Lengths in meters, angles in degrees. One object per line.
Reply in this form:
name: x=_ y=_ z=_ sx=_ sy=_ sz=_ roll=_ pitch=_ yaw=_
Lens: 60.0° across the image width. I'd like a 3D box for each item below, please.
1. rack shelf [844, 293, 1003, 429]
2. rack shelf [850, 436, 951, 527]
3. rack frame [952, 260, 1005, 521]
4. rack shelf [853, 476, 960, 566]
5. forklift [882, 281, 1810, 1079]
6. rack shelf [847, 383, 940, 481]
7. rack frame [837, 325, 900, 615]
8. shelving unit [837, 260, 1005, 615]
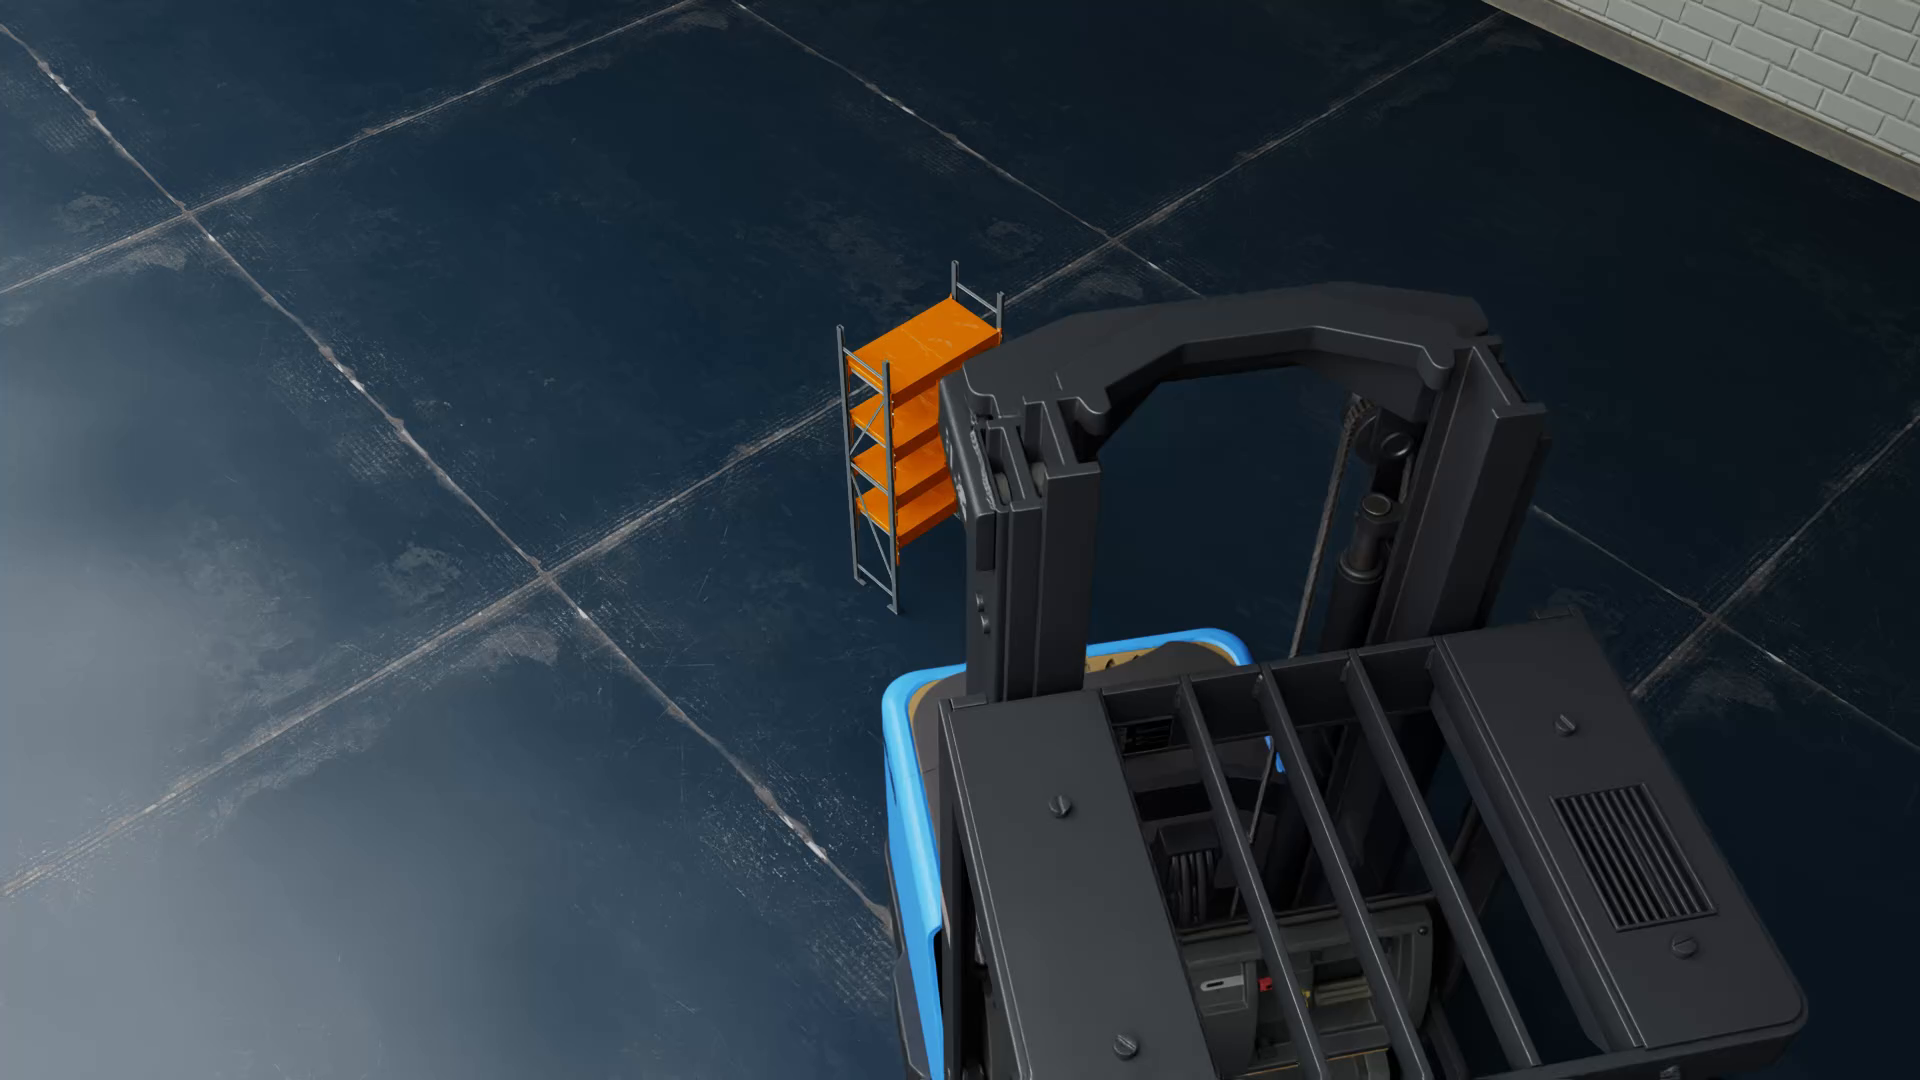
rack shelf: x=-0.122 y=-0.592 z=5.445 sx=0.480 sy=0.148 sz=0.258 roll=-34 pitch=56 yaw=-27
rack shelf: x=-0.122 y=-0.279 z=5.783 sx=0.480 sy=0.148 sz=0.258 roll=-34 pitch=56 yaw=-27
rack frame: x=0.058 y=-0.446 z=5.845 sx=0.015 sy=1.200 sz=0.240 roll=-34 pitch=56 yaw=-27
rack shelf: x=-0.122 y=-0.145 z=5.929 sx=0.480 sy=0.148 sz=0.258 roll=-34 pitch=56 yaw=-27
forklift: x=0.554 y=1.096 z=3.244 sx=1.130 sy=2.935 sz=3.031 roll=-8 pitch=48 yaw=-7
rack shelf: x=-0.122 y=-0.431 z=5.619 sx=0.480 sy=0.148 sz=0.258 roll=-34 pitch=56 yaw=-27
rack frame: x=-0.303 y=-0.204 z=5.622 sx=0.015 sy=1.200 sz=0.240 roll=-34 pitch=56 yaw=-27
shelving unit: x=-0.122 y=-0.325 z=5.734 sx=0.503 sy=1.200 sz=0.258 roll=-34 pitch=56 yaw=-27
